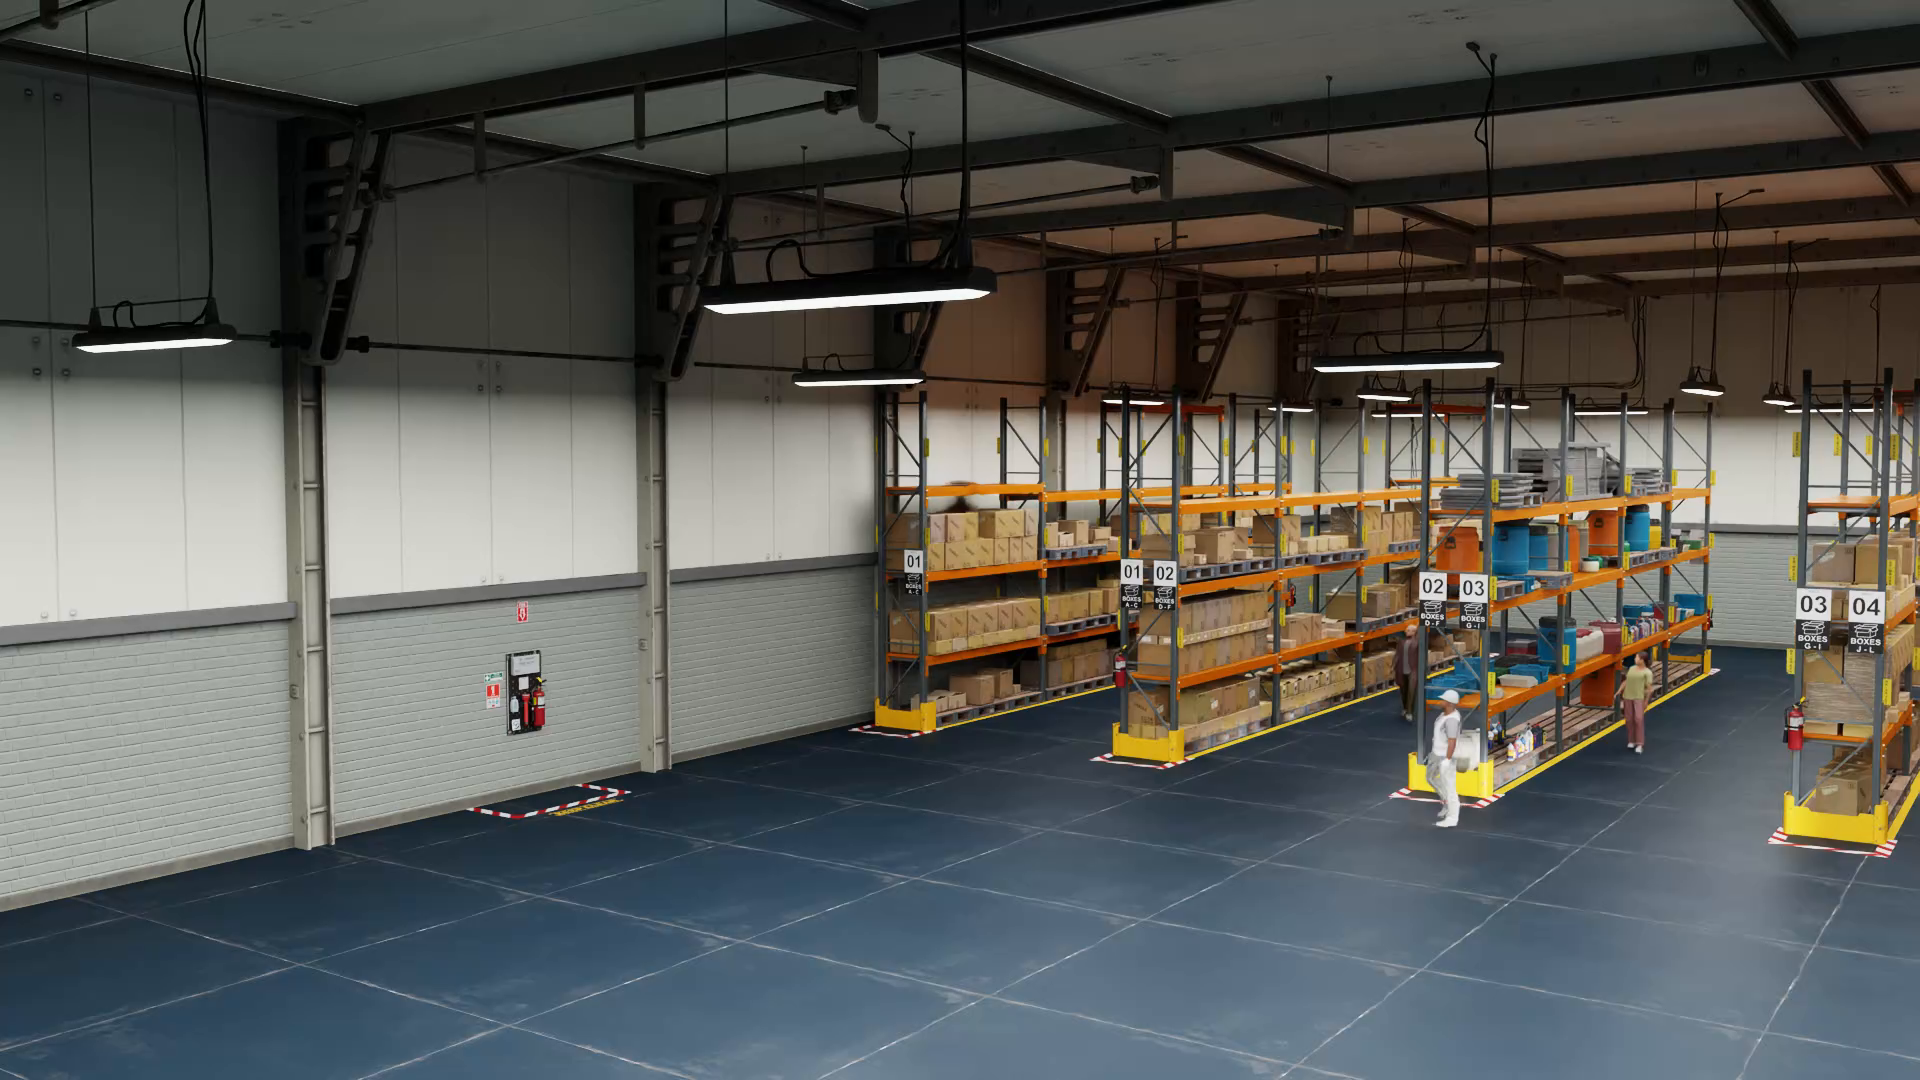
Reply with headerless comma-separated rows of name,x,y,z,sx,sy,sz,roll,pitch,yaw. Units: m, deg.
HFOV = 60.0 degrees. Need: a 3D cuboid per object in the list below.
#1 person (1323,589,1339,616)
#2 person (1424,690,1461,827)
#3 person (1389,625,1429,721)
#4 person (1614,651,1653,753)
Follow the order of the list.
person,8.570,1.984,38.215,0.605,1.723,1.034,3,4,41
person,6.453,2.869,22.087,0.423,1.783,0.664,0,3,-3
person,8.216,2.415,30.475,0.697,1.717,1.090,2,4,26
person,11.093,2.648,27.451,0.557,1.634,0.731,3,4,42
